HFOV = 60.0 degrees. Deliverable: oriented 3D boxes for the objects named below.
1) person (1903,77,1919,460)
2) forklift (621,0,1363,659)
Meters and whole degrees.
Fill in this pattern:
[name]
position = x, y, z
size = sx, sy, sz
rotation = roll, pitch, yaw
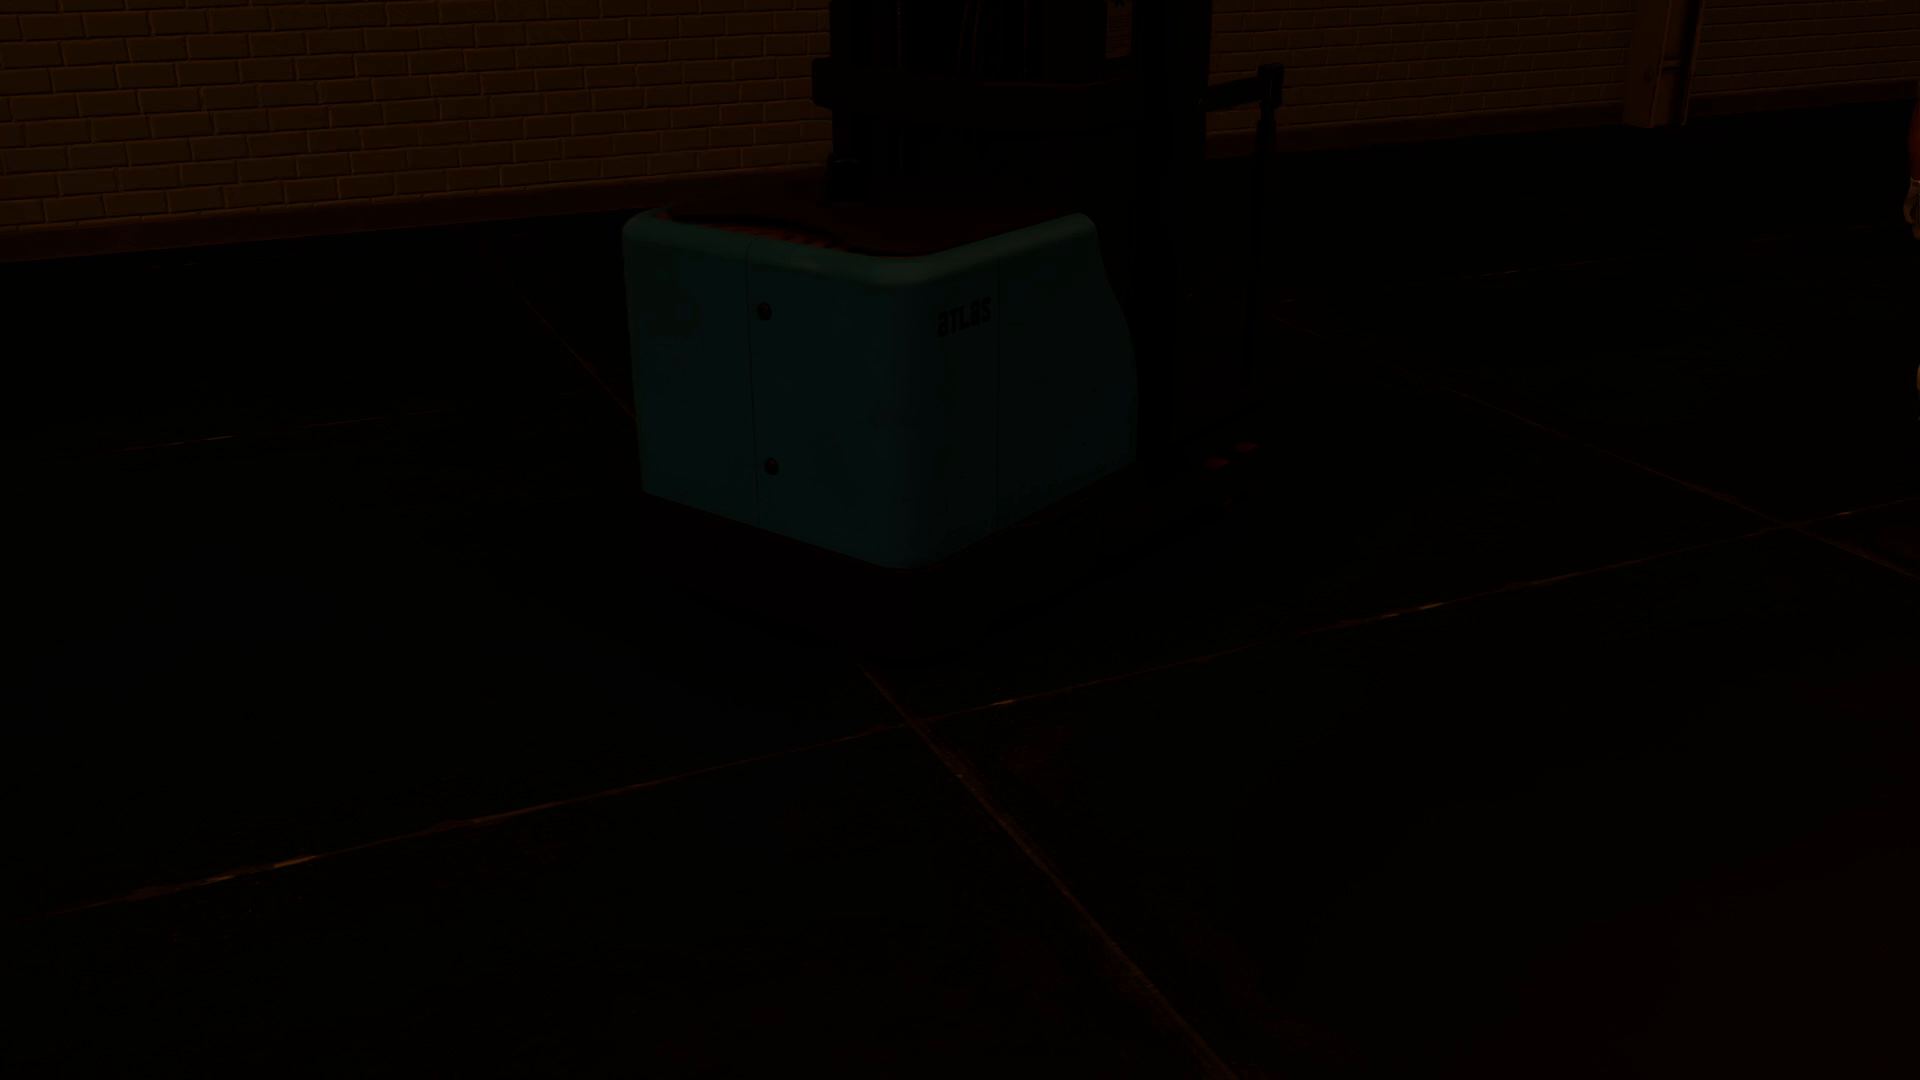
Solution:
[person]
position = 3.436, -1.106, 5.418
size = 0.564, 1.787, 0.638
rotation = -14, 26, -31
[forklift]
position = 0.380, -1.554, 5.027
size = 1.130, 2.935, 3.031
rotation = 16, 28, 34
